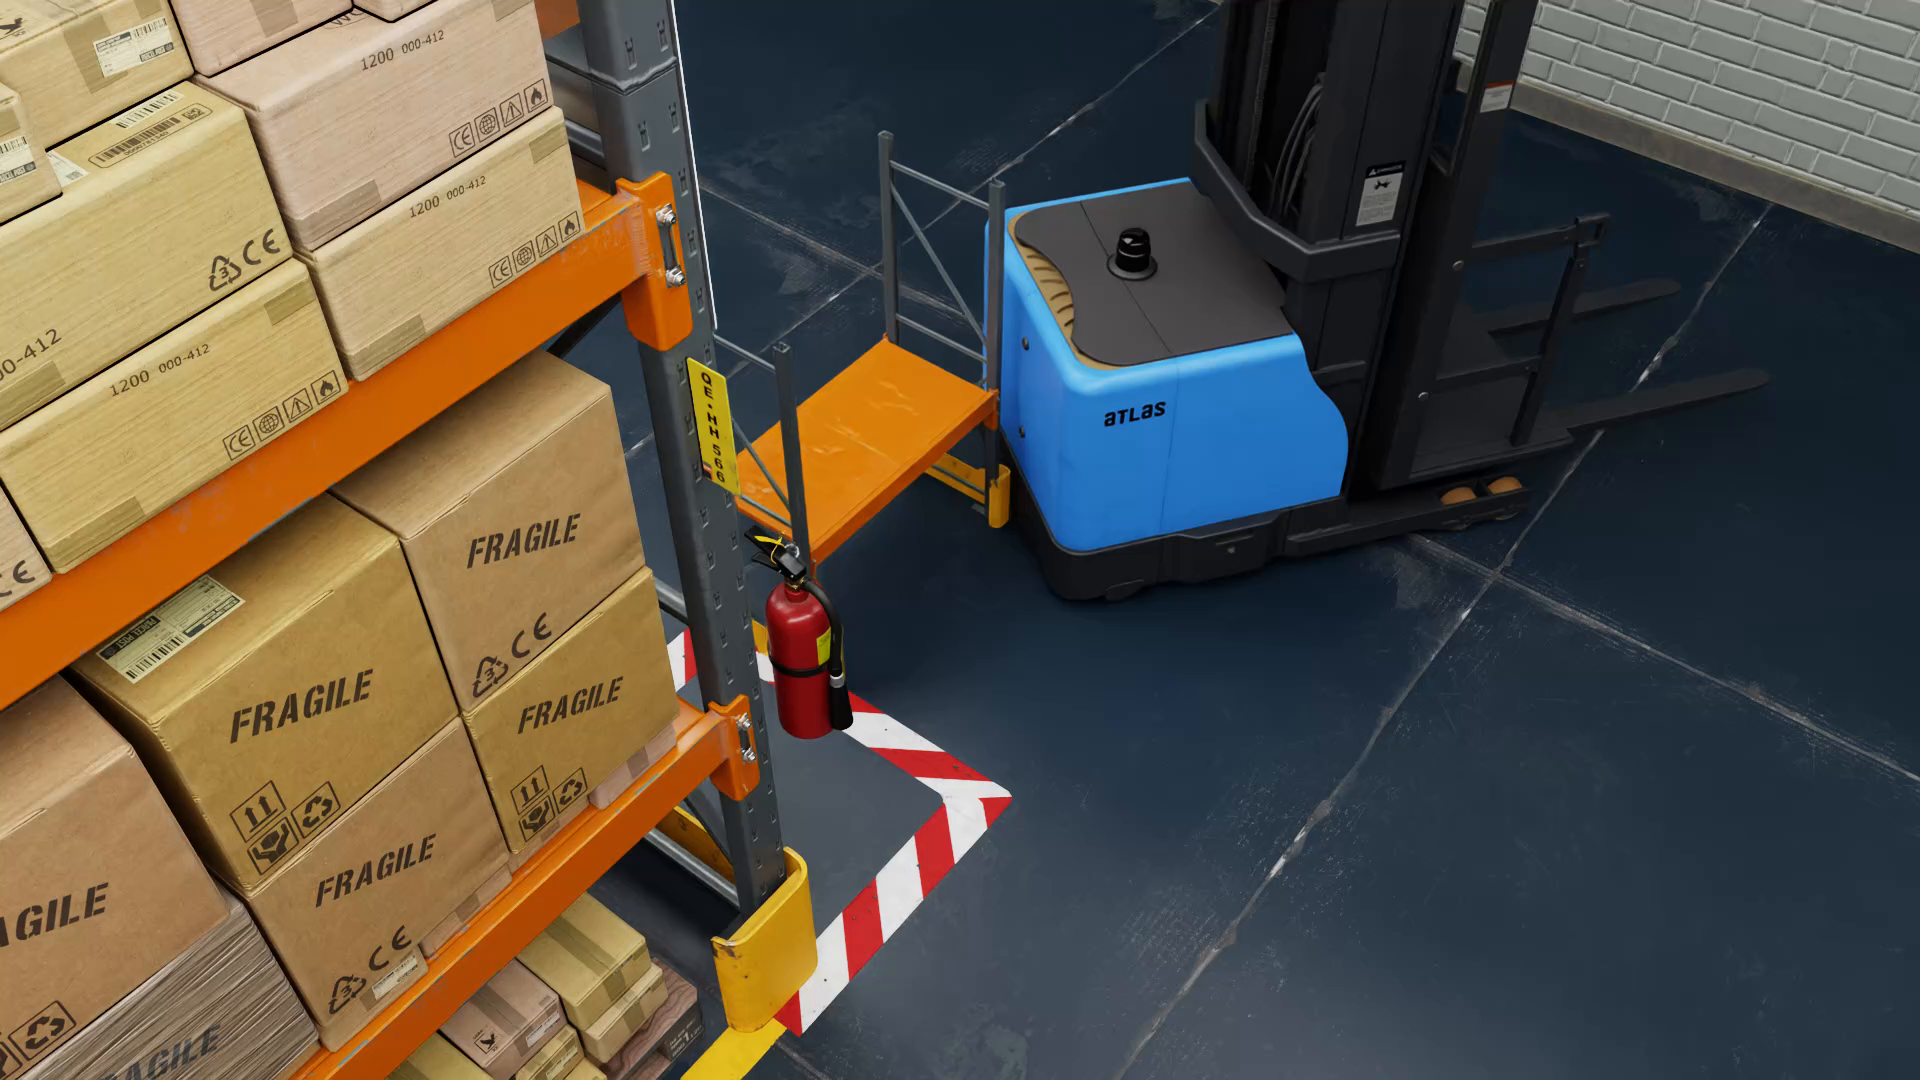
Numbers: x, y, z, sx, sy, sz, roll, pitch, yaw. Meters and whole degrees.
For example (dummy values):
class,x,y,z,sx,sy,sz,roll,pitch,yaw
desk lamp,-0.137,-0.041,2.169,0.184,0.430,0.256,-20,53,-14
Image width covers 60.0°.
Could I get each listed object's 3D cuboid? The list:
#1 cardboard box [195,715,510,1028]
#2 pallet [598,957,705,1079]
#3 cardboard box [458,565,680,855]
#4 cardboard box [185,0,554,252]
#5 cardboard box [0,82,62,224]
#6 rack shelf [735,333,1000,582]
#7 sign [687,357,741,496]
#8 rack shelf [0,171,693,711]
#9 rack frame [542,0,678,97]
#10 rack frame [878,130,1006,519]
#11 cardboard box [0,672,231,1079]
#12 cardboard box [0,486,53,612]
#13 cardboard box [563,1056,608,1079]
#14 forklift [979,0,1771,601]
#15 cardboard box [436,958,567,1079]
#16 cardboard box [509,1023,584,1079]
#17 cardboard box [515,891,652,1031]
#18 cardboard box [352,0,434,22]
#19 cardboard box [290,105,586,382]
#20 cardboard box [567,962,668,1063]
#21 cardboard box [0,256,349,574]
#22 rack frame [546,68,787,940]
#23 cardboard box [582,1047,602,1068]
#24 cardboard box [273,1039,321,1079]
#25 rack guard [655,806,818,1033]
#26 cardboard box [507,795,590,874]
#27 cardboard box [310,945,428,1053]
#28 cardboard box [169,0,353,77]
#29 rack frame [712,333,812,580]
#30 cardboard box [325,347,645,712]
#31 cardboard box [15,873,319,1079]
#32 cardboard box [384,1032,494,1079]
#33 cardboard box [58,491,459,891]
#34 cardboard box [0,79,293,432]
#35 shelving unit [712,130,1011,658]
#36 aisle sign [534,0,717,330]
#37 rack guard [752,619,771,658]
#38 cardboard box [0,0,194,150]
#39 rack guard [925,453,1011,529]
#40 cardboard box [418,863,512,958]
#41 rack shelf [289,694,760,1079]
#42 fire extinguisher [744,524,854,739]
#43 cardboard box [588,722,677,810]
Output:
class,x,y,z,sx,sy,sz,roll,pitch,yaw
cardboard box,-1.314,0.553,3.372,0.500,0.500,0.500,28,53,24
pallet,-1.495,1.483,4.687,1.003,0.211,1.213,29,53,25
cardboard box,-0.995,0.261,3.652,0.500,0.500,0.500,30,53,26
cardboard box,-1.005,-0.754,2.579,0.500,0.250,0.500,28,52,24
cardboard box,-1.355,-0.503,2.064,0.380,0.149,0.250,30,53,26
rack shelf,-0.373,-0.294,5.742,0.538,0.185,1.000,29,53,25
sign,-0.497,-0.225,3.371,0.100,0.325,0.005,29,53,25
rack shelf,-2.147,0.384,2.232,1.077,0.370,4.000,29,53,25
rack frame,-0.924,-2.045,1.980,1.000,3.000,0.127,29,53,25
rack frame,-0.062,-0.709,5.890,0.500,1.500,0.032,29,53,25
cardboard box,-1.628,0.508,2.724,0.500,0.500,0.500,32,54,27
cardboard box,-1.613,-0.007,2.211,0.500,0.250,0.500,31,54,26
cardboard box,-1.158,1.452,4.469,0.380,0.149,0.250,31,54,26
forklift,1.649,-1.405,5.565,3.031,2.935,1.130,-12,48,-11
cardboard box,-1.246,1.195,4.304,0.380,0.149,0.250,30,53,26
cardboard box,-1.224,1.318,4.392,0.380,0.149,0.250,28,52,24
cardboard box,-1.047,1.076,4.417,0.380,0.149,0.250,30,53,25
cardboard box,-0.895,-0.947,2.488,0.380,0.149,0.250,29,53,25
cardboard box,-0.993,-0.580,2.759,0.500,0.250,0.500,28,52,24
cardboard box,-1.021,1.192,4.512,0.380,0.149,0.250,28,52,24
cardboard box,-1.299,-0.285,2.477,0.500,0.250,0.500,29,53,25
rack frame,-0.924,0.027,4.150,1.000,3.000,0.127,29,53,25
cardboard box,-1.081,1.260,4.653,0.380,0.149,0.250,30,53,26
cardboard box,-1.545,0.995,3.398,0.380,0.149,0.250,27,52,23
rack guard,-0.971,0.934,5.012,1.175,0.500,0.348,29,53,25
cardboard box,-1.082,0.551,3.823,0.380,0.149,0.250,29,53,25
cardboard box,-1.361,0.858,3.530,0.380,0.149,0.250,31,54,26
cardboard box,-1.106,-0.840,2.386,0.380,0.149,0.250,30,53,25
rack frame,-0.684,-0.127,5.334,0.500,1.500,0.032,29,53,25
cardboard box,-1.007,-0.084,3.289,0.500,0.500,0.500,28,52,24
cardboard box,-1.617,0.848,3.091,0.500,0.500,0.500,29,53,25
cardboard box,-1.304,1.399,4.109,0.380,0.149,0.250,28,52,24
cardboard box,-1.317,0.206,3.012,0.500,0.500,0.500,27,52,24
cardboard box,-1.316,-0.461,2.299,0.500,0.250,0.500,28,52,24
shelving unit,-0.367,-0.423,5.617,0.587,1.500,1.083,29,53,25
aisle sign,-0.642,-0.780,3.123,0.394,0.787,0.004,29,53,25
rack guard,-0.672,0.293,5.797,0.587,0.250,0.087,29,53,25
cardboard box,-1.280,-0.702,2.254,0.380,0.149,0.250,28,52,24
rack guard,-0.062,-0.276,6.341,0.587,0.250,0.087,29,53,25
cardboard box,-1.223,0.701,3.679,0.380,0.149,0.250,29,53,25
rack shelf,-2.147,1.420,3.317,1.077,0.370,4.000,29,53,25
fire extinguisher,-0.405,0.243,4.255,0.296,0.674,0.183,29,53,25
cardboard box,-0.900,0.425,3.943,0.380,0.149,0.250,29,53,25
